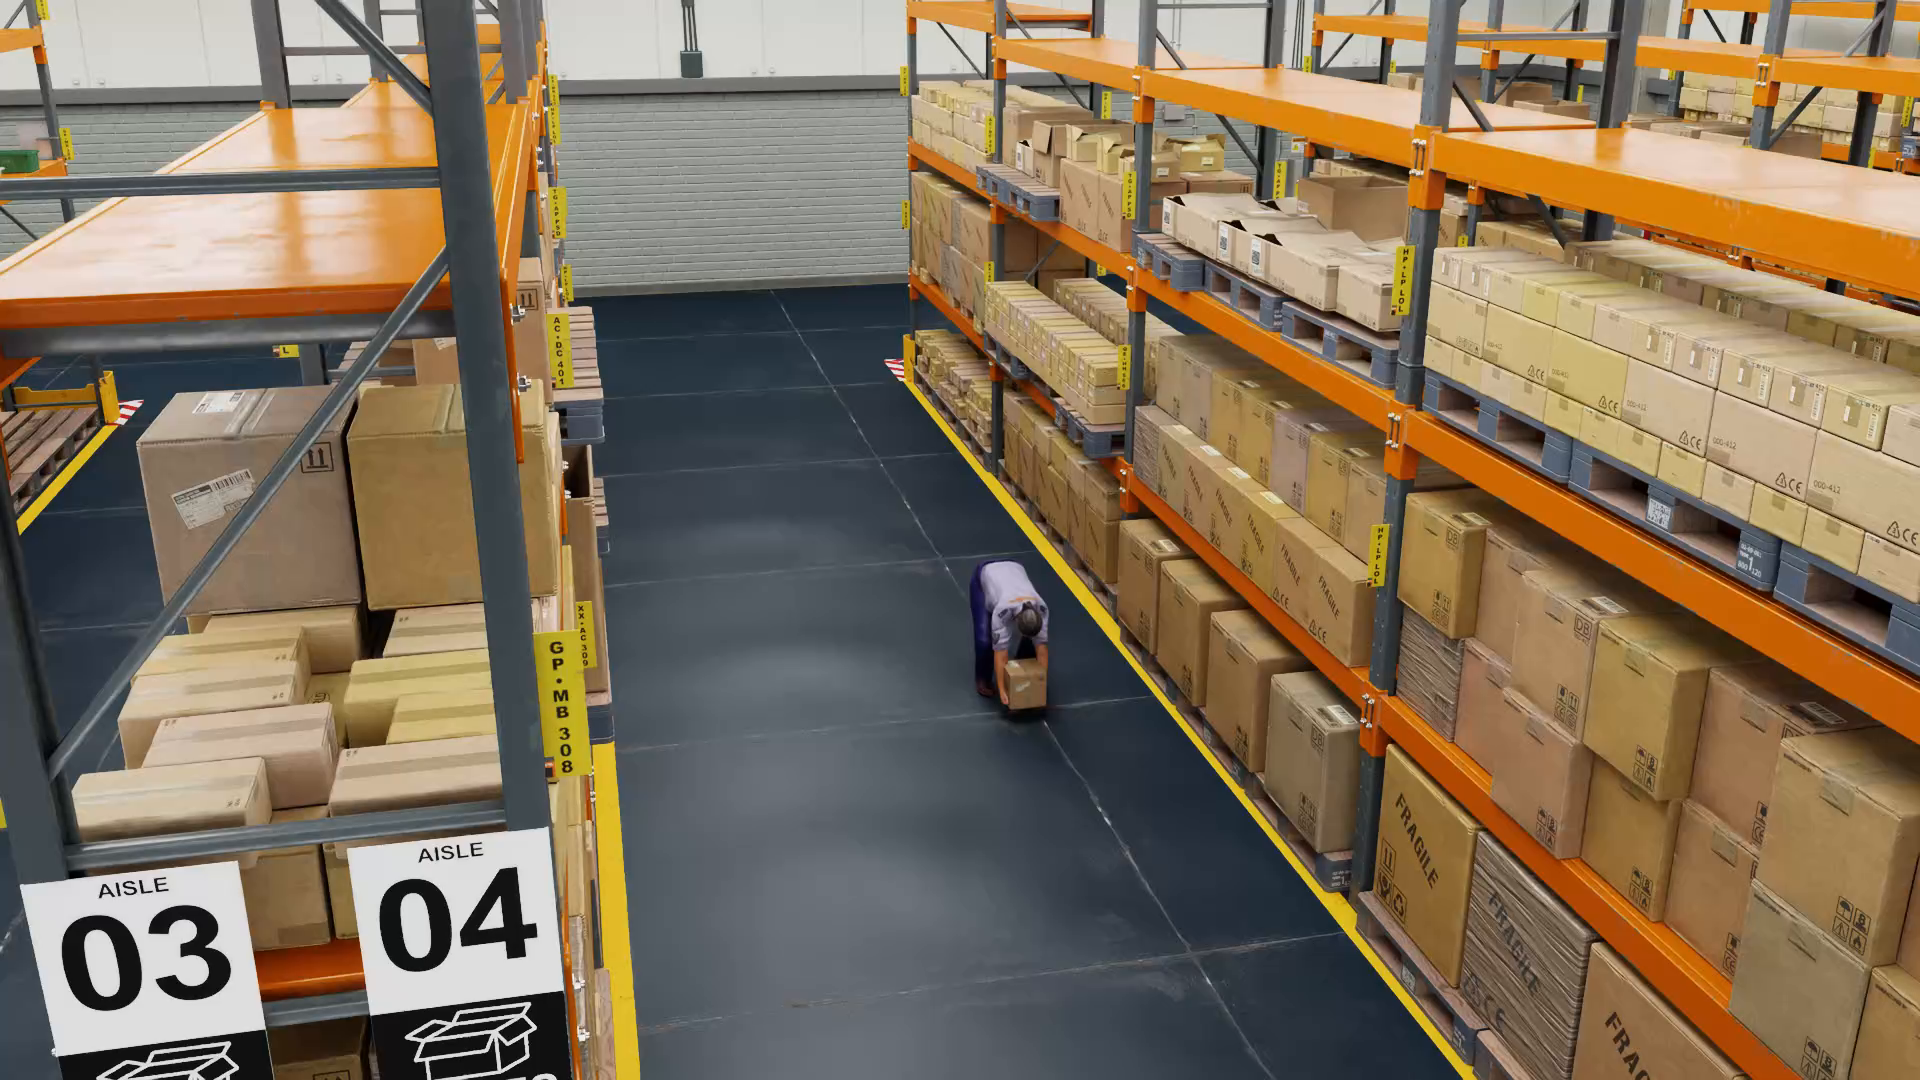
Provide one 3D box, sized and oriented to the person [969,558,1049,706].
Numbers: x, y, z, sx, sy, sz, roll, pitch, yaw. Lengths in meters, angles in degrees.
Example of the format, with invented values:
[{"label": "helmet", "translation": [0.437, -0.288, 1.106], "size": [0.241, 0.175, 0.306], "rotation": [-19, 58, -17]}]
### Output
[{"label": "person", "translation": [0.360, 0.654, 11.352], "size": [0.509, 0.921, 0.903], "rotation": [-6, 21, -16]}]
